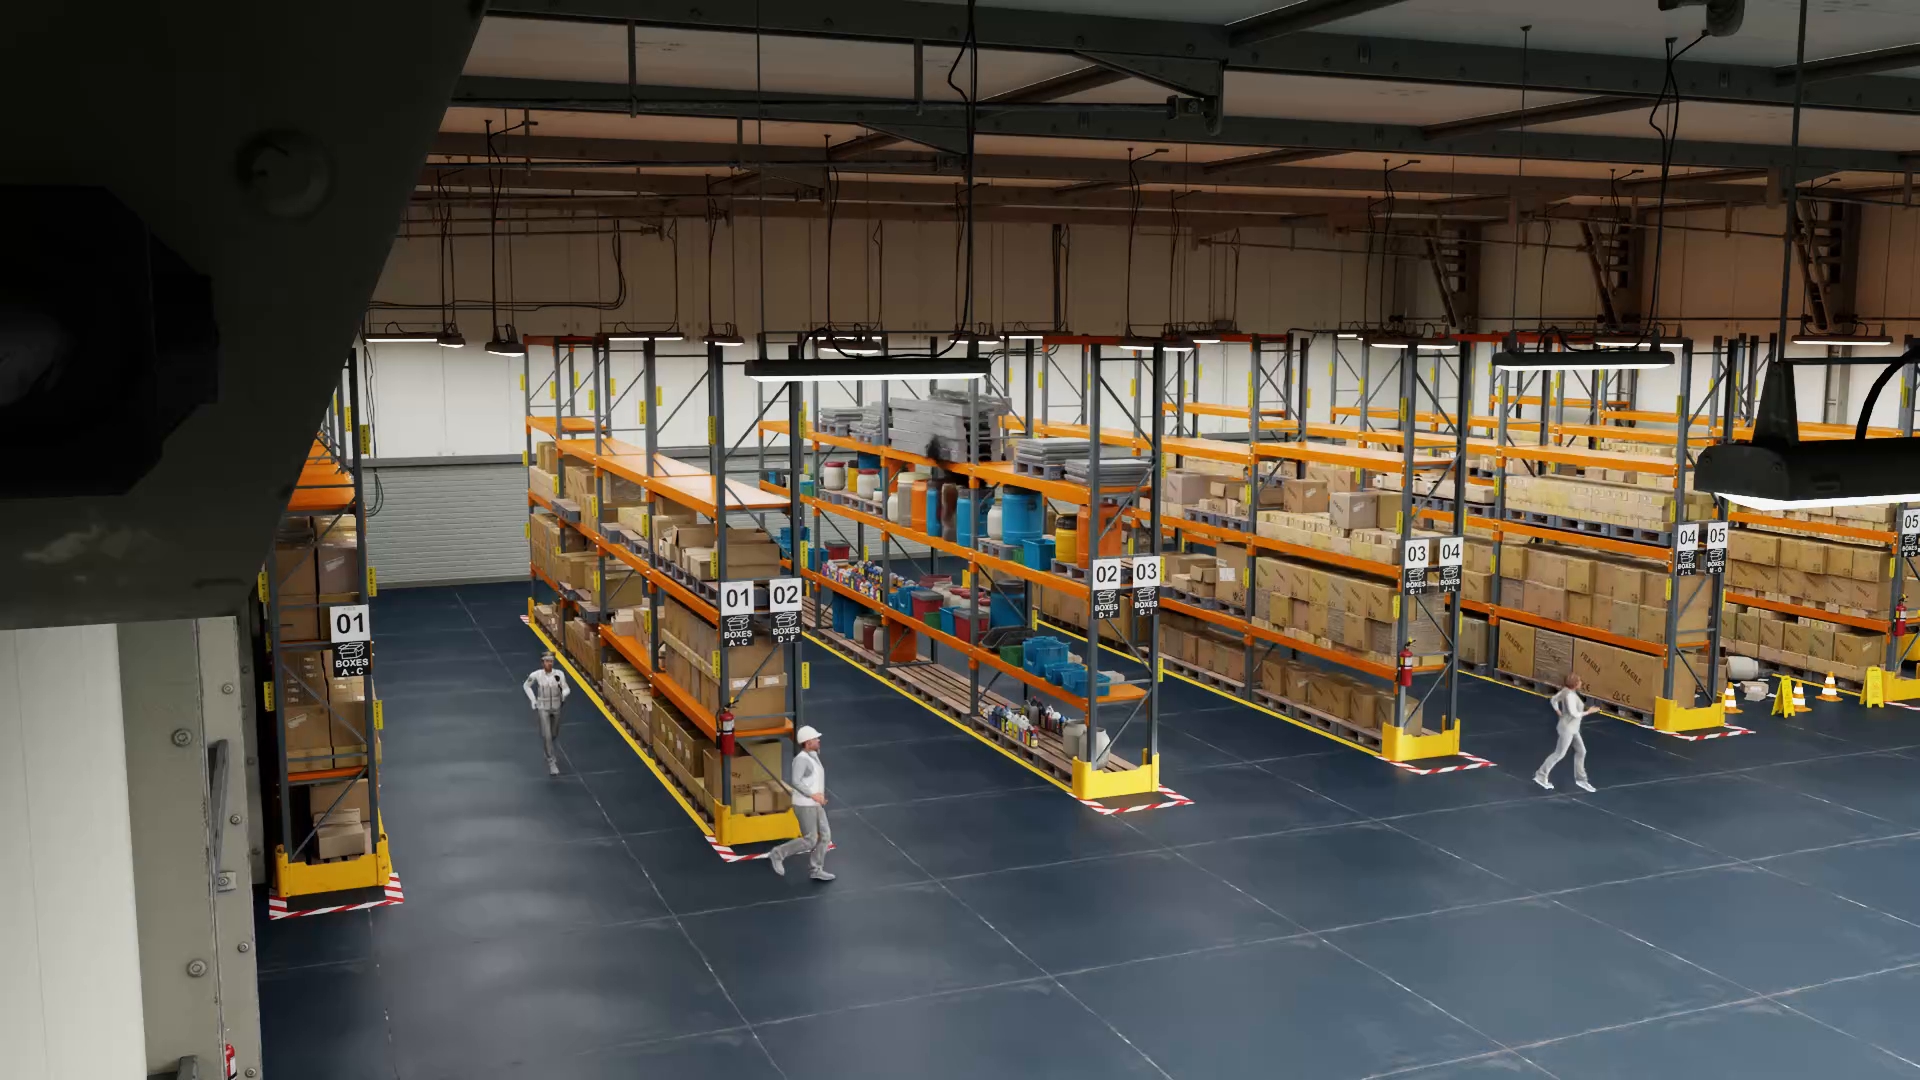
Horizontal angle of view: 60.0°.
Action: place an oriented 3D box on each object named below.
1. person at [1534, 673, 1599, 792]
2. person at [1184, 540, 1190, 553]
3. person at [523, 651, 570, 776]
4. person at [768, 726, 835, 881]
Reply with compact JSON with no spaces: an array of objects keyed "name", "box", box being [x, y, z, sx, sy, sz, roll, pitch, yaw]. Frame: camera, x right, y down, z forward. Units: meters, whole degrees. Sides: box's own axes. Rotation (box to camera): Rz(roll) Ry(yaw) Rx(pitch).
[{"name":"person","box":[8.110,2.567,22.201,0.785,1.621,0.535,3,8,21]},{"name":"person","box":[5.611,-0.050,41.741,0.538,1.676,0.749,4,8,26]},{"name":"person","box":[-5.796,2.389,23.432,0.617,1.705,0.917,-4,9,-27]},{"name":"person","box":[-1.769,2.975,18.893,0.744,1.742,0.697,1,8,8]}]
